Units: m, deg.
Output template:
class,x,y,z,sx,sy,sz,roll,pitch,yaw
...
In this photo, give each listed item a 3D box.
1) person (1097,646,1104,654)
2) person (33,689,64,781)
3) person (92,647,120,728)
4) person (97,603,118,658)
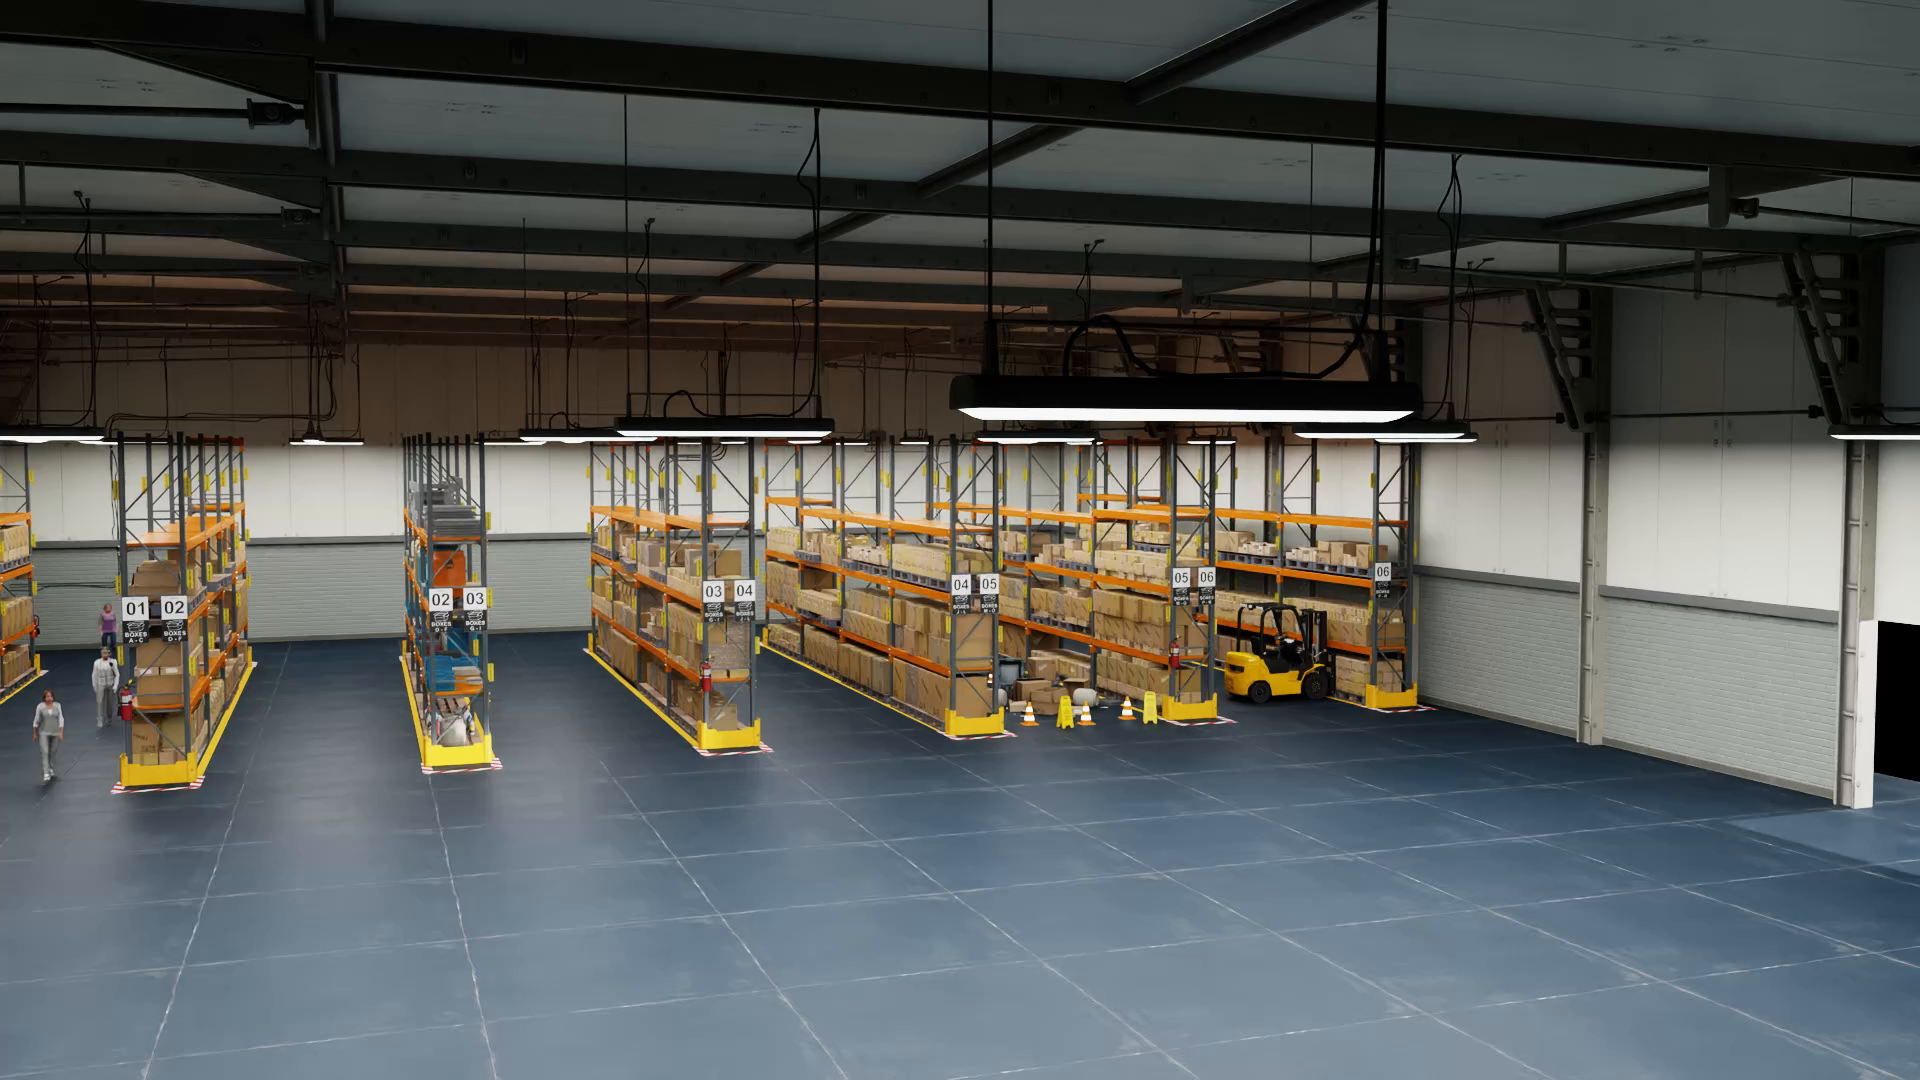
class,x,y,z,sx,sy,sz,roll,pitch,yaw
person,3.812,2.504,43.246,0.695,1.659,0.770,-1,3,-18
person,-15.657,3.340,28.593,0.453,1.543,0.969,-3,4,-44
person,-17.520,2.992,34.130,0.497,1.628,0.933,-2,4,-33
person,-22.853,2.476,44.585,0.496,1.582,0.515,-2,4,-30
